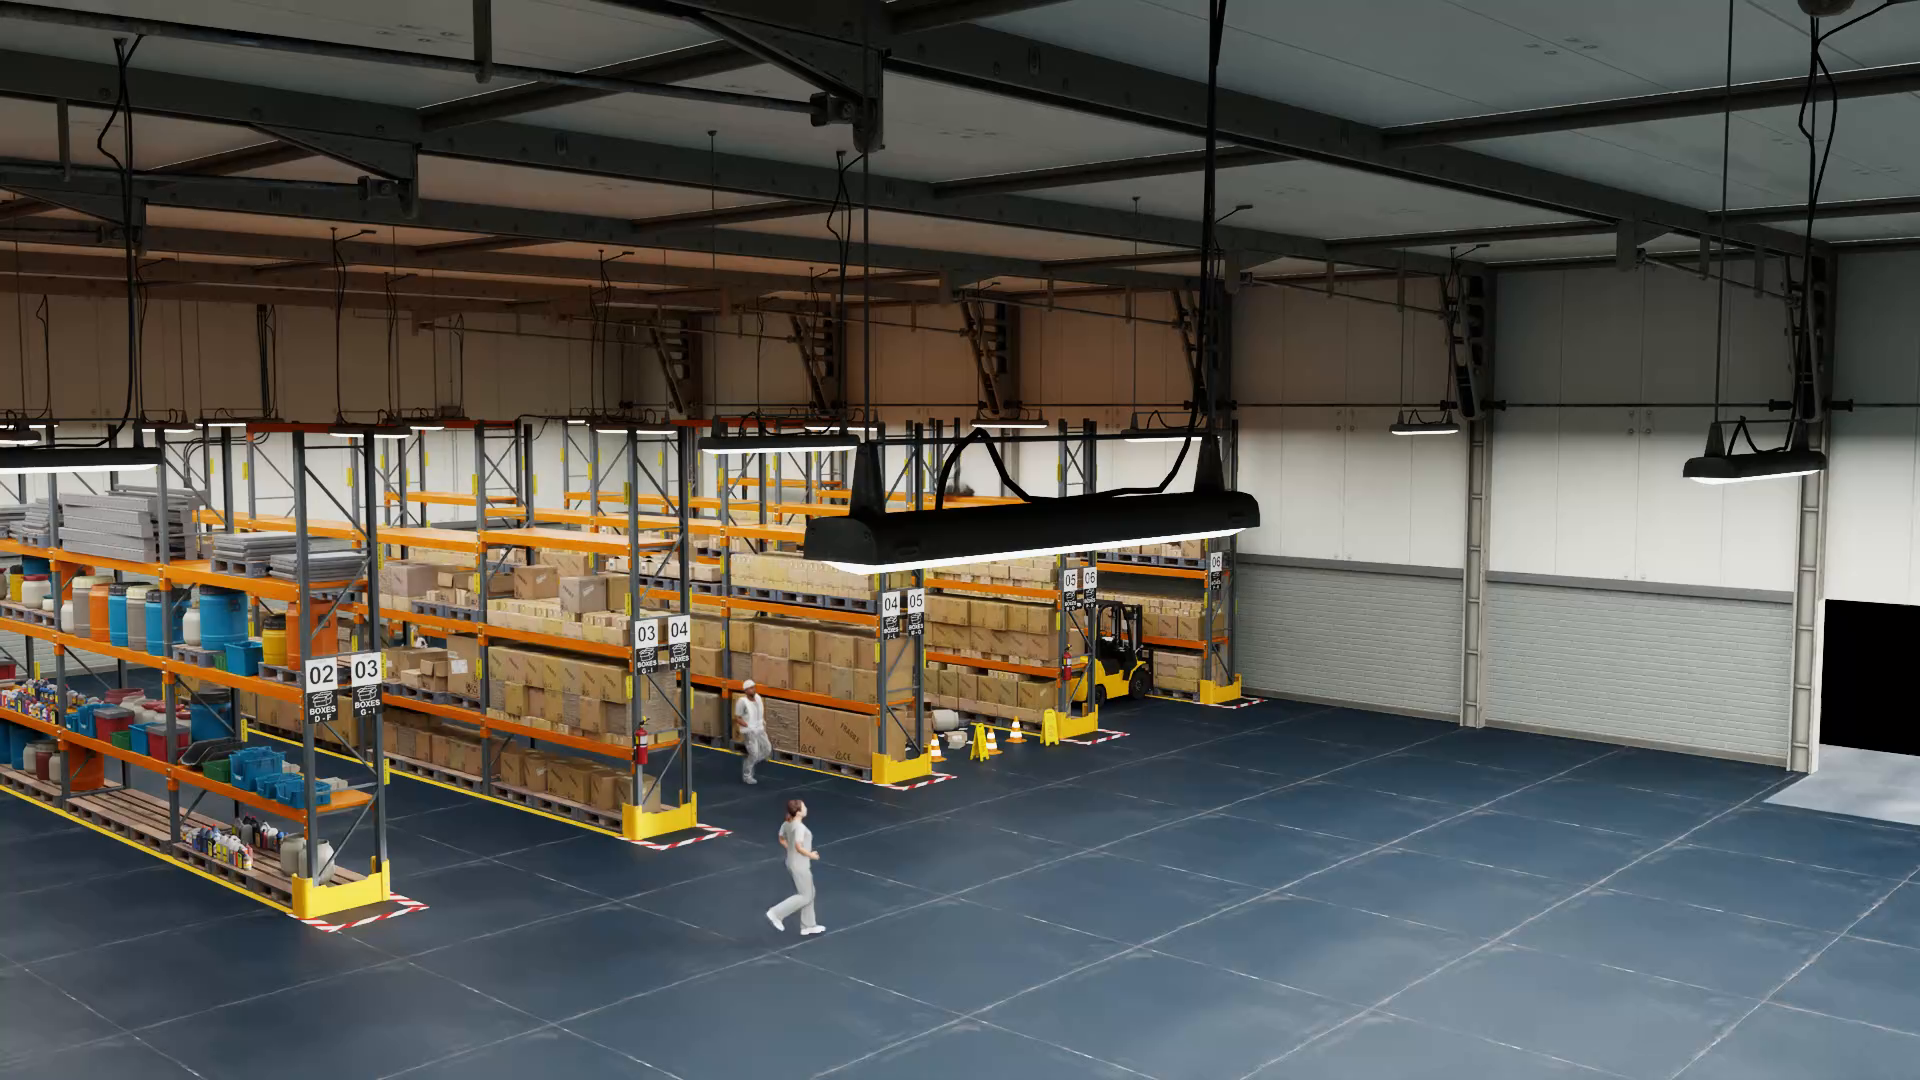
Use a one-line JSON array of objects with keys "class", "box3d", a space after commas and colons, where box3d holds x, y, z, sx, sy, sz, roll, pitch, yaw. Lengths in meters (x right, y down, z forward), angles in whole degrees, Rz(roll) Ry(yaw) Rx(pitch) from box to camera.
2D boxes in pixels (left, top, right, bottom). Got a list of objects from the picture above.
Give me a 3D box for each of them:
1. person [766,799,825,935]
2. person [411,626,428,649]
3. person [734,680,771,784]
[{"class": "person", "box3d": [-1.975, 3.890, 19.767, 0.752, 1.642, 0.563, -2, 5, -27]}, {"class": "person", "box3d": [-11.474, 2.621, 35.197, 0.646, 1.647, 0.699, -4, 6, -41]}, {"class": "person", "box3d": [-3.441, 3.196, 27.759, 0.525, 1.739, 0.690, 3, 6, 35]}]
